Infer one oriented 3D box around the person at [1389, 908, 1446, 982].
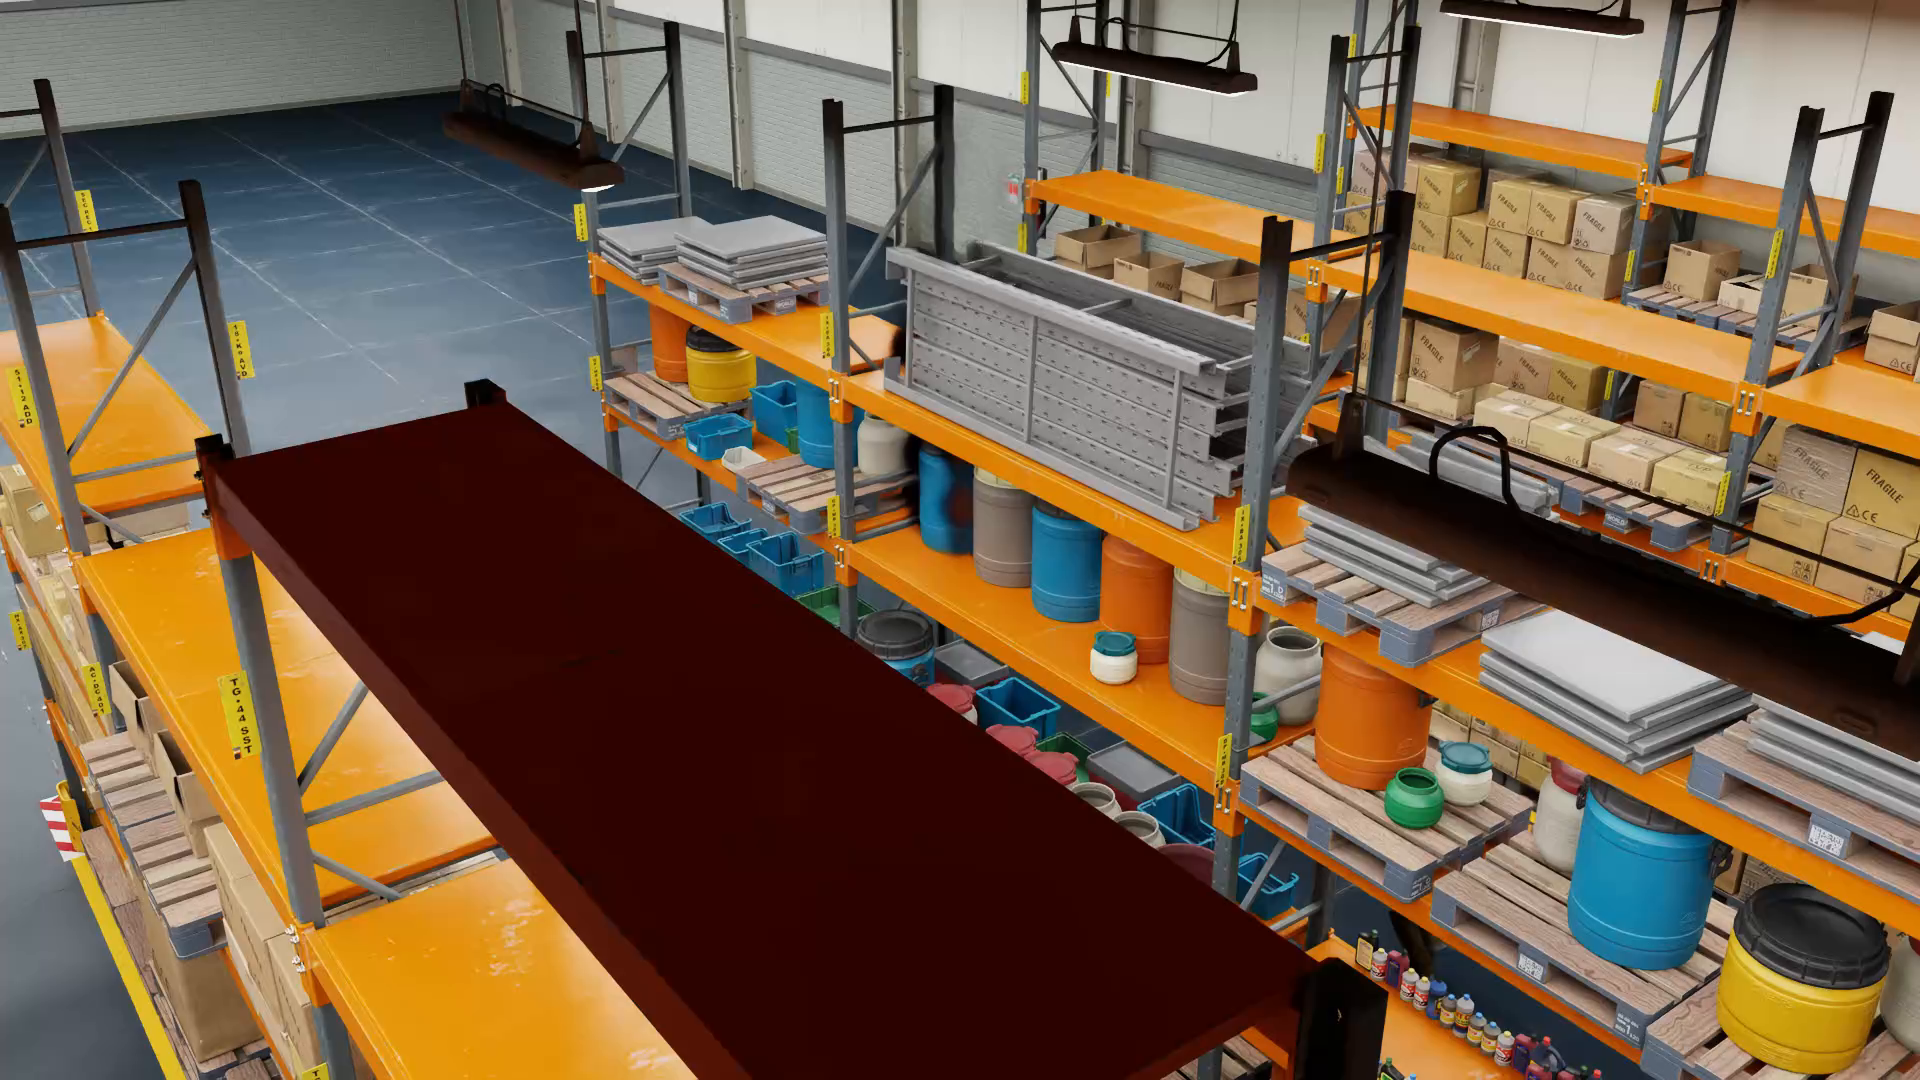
[{"bbox_3d":[3.222,2.326,11.860,0.695,1.745,0.642,-20,32,-37],"label":"person"}]
